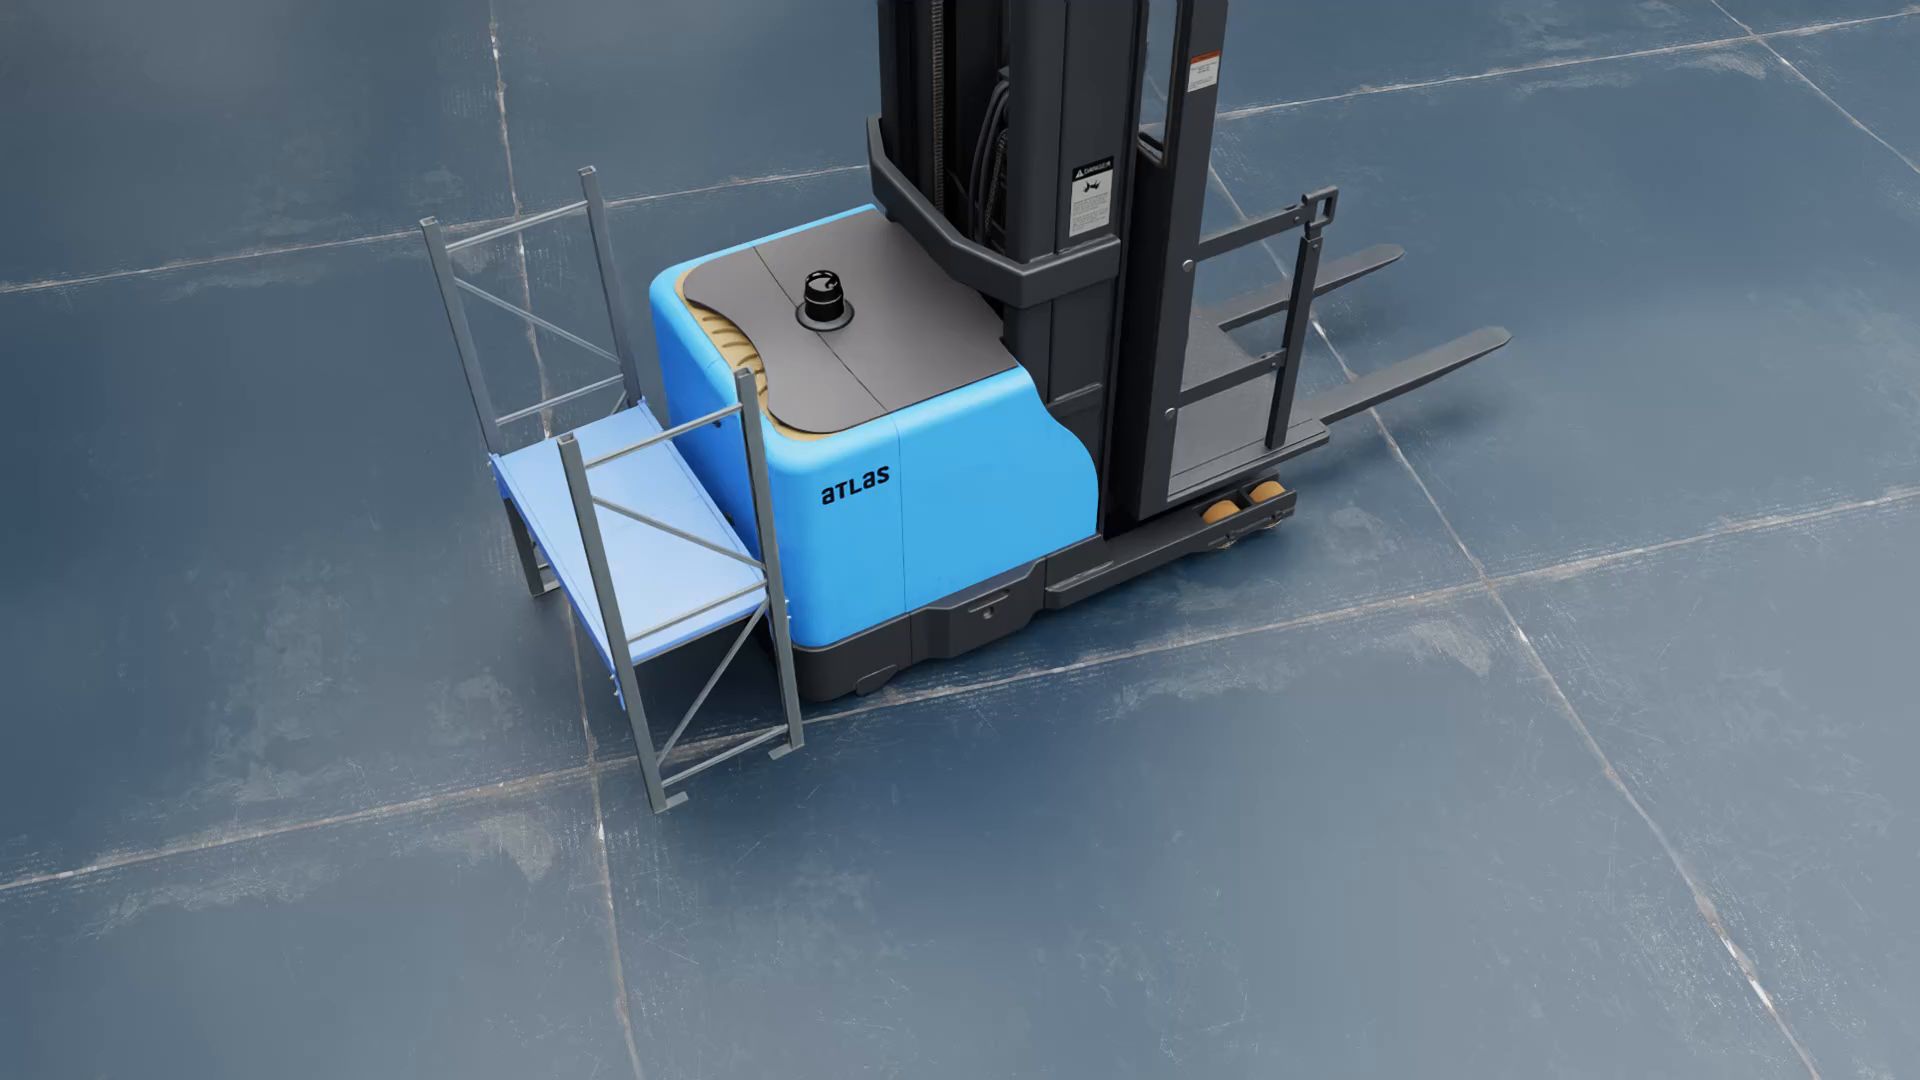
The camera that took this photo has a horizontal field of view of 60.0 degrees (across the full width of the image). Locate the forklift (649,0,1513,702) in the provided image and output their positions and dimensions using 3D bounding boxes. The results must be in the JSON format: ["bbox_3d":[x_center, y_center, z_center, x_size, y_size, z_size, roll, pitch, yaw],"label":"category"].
[{"bbox_3d":[0.577,-1.305,4.976,3.031,2.935,1.130,-22,50,-20],"label":"forklift"}]

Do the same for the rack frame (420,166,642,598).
[{"bbox_3d":[-1.229,-0.428,5.114,0.500,1.500,0.032,-24,50,-20],"label":"rack frame"}]

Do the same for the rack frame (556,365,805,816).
[{"bbox_3d":[-0.711,0.197,4.501,0.500,1.500,0.032,-24,50,-20],"label":"rack frame"}]

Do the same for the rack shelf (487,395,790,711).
[{"bbox_3d":[-0.967,0.009,4.937,0.538,0.185,1.000,-24,50,-20],"label":"rack shelf"}]

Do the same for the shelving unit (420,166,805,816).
[{"bbox_3d":[-0.970,-0.116,4.808,0.538,1.500,1.048,-24,50,-20],"label":"shelving unit"}]
